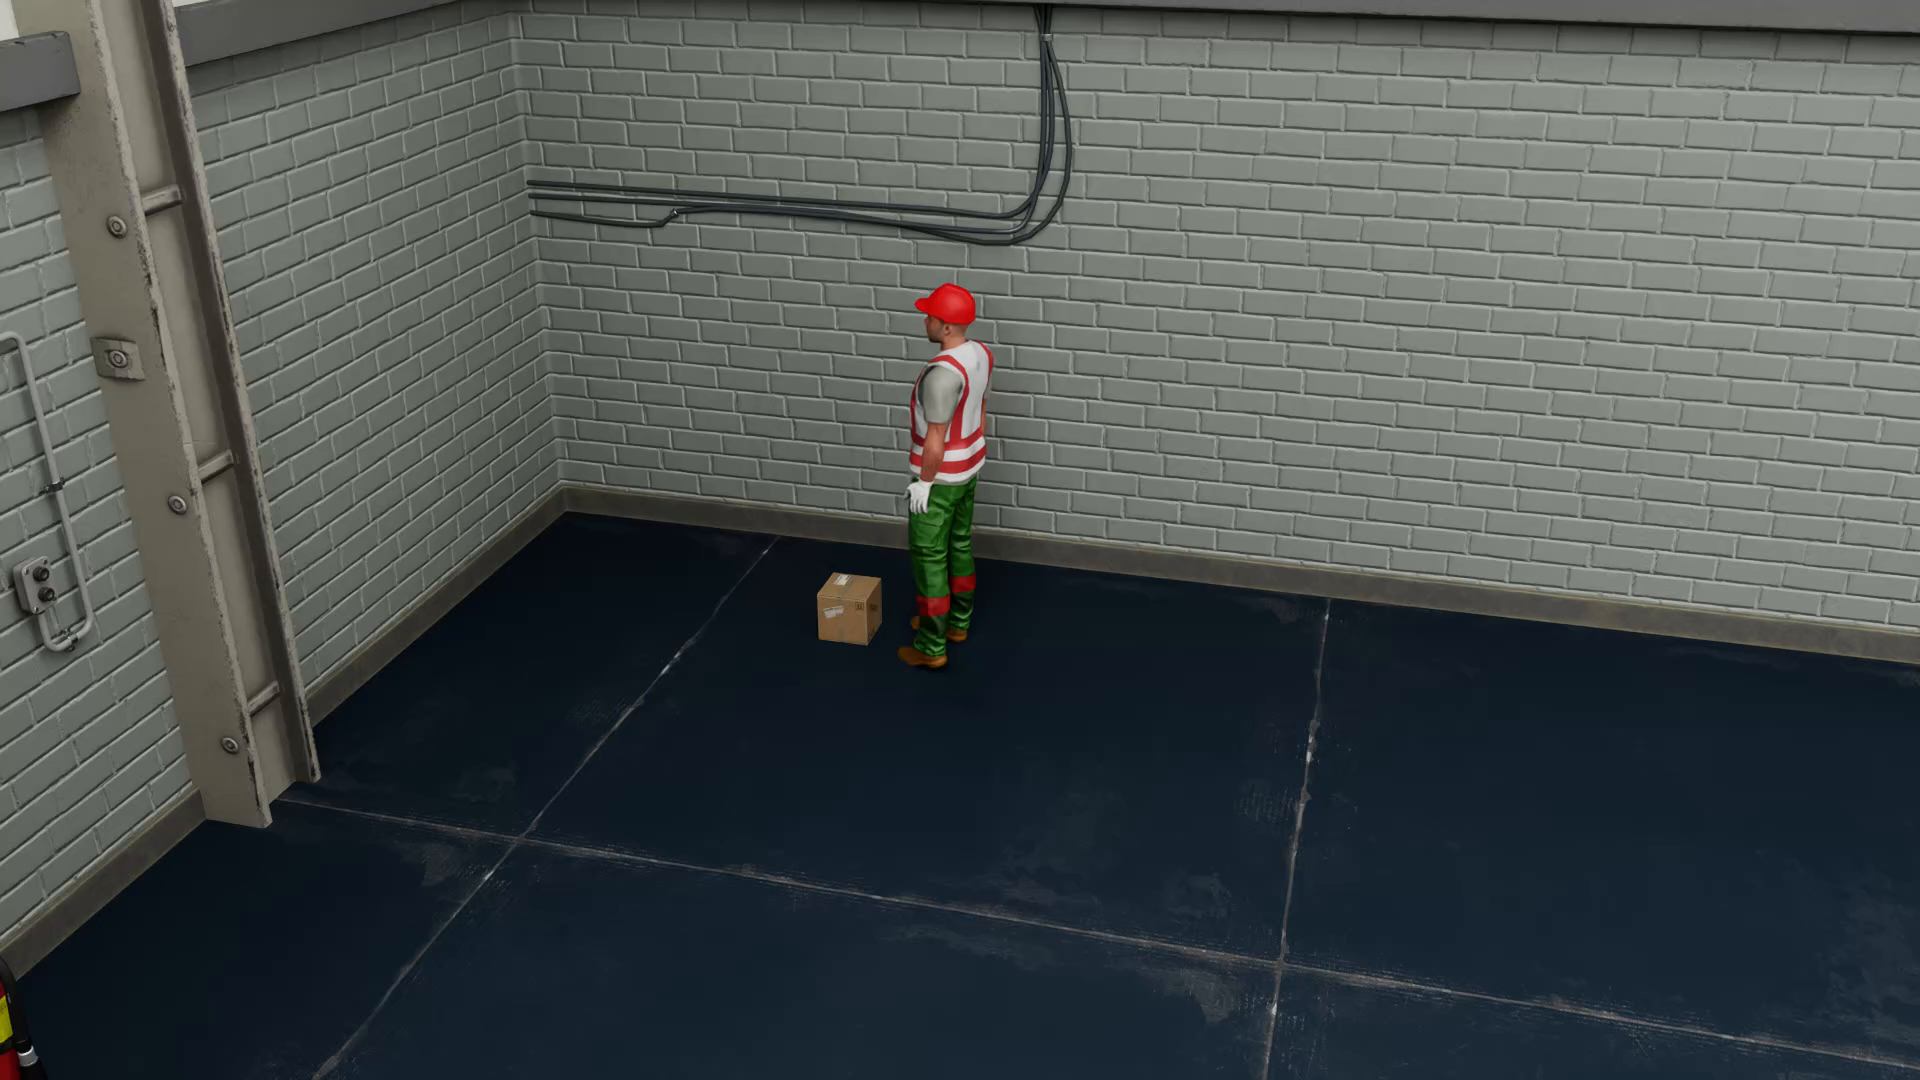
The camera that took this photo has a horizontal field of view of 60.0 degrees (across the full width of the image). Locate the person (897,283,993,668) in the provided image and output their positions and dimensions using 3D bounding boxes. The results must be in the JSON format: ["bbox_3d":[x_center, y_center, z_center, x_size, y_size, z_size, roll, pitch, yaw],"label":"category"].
[{"bbox_3d":[-0.090,-0.310,7.740,0.391,1.818,0.606,11,27,22],"label":"person"}]
